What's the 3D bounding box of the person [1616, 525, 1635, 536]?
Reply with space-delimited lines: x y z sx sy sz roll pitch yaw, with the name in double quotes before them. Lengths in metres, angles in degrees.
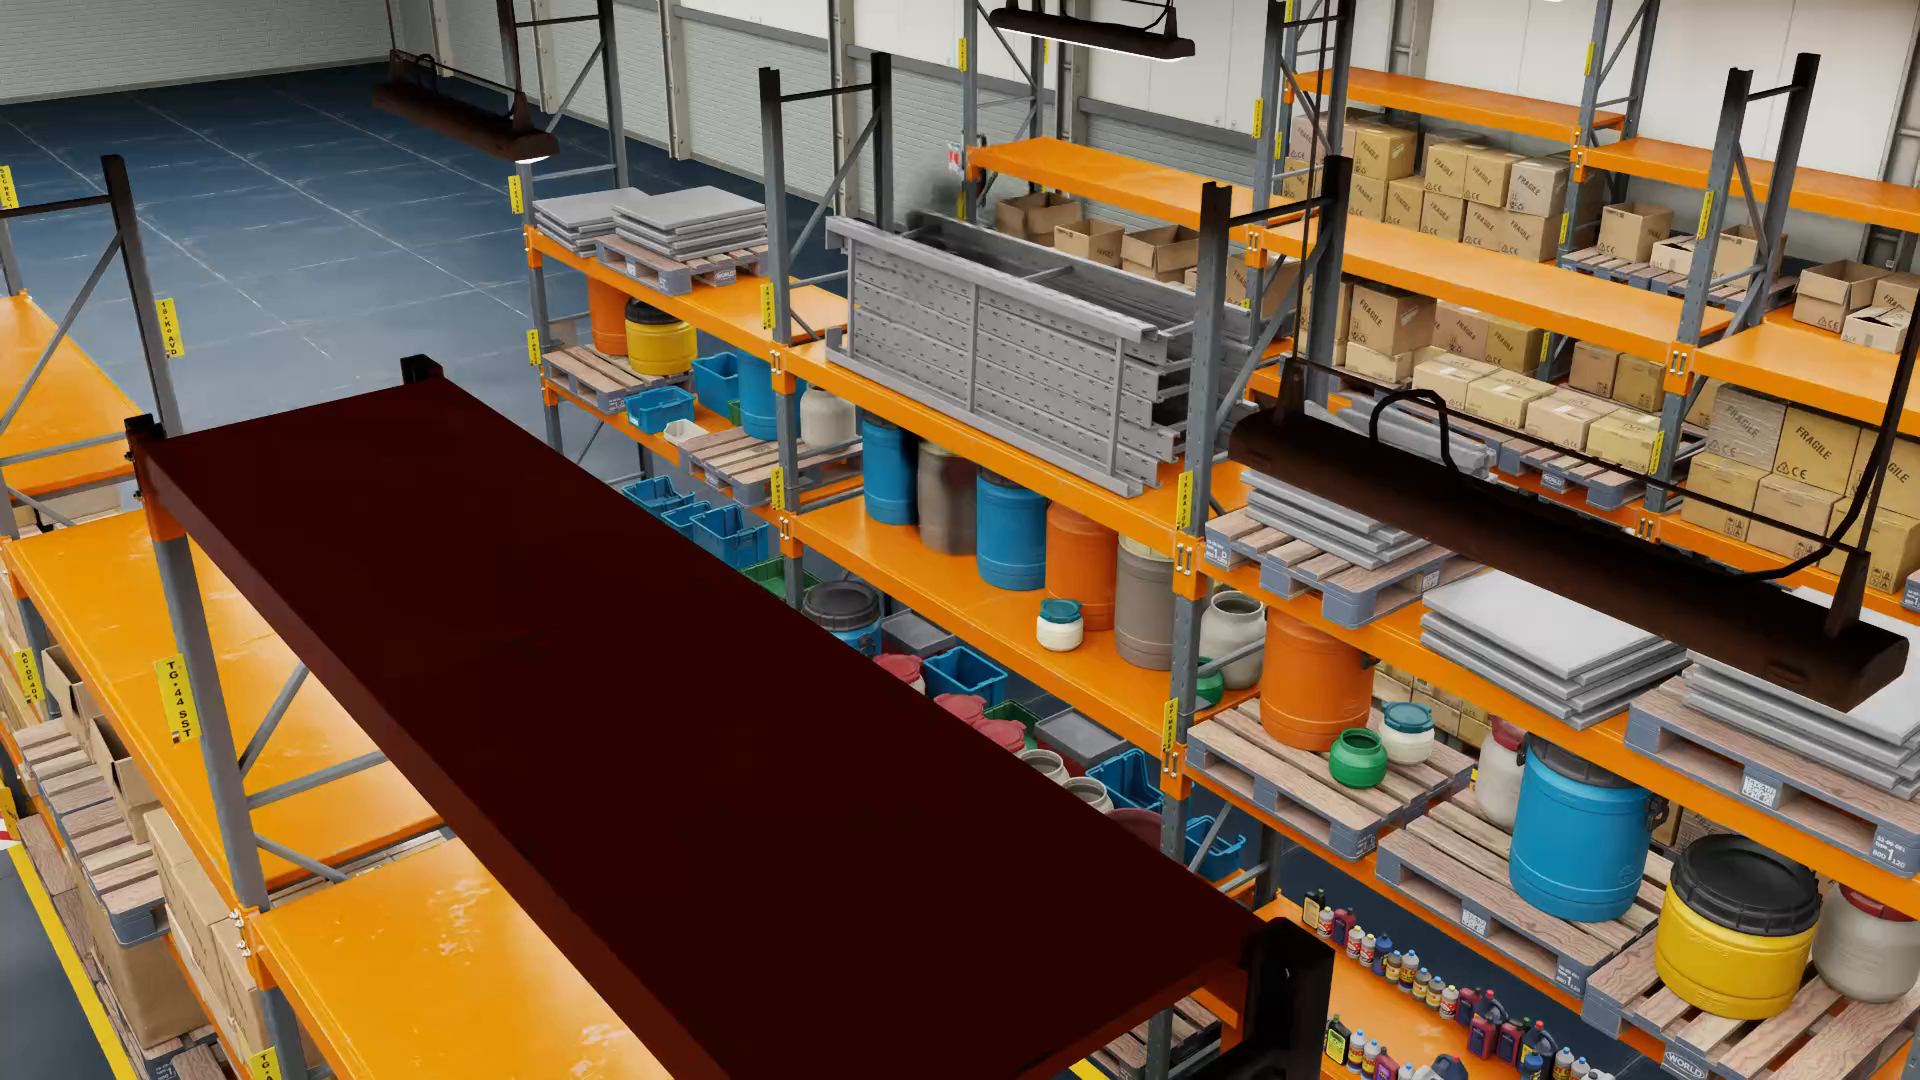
"person" 6.320 0.257 15.839 0.558 1.649 0.611 20 33 36
